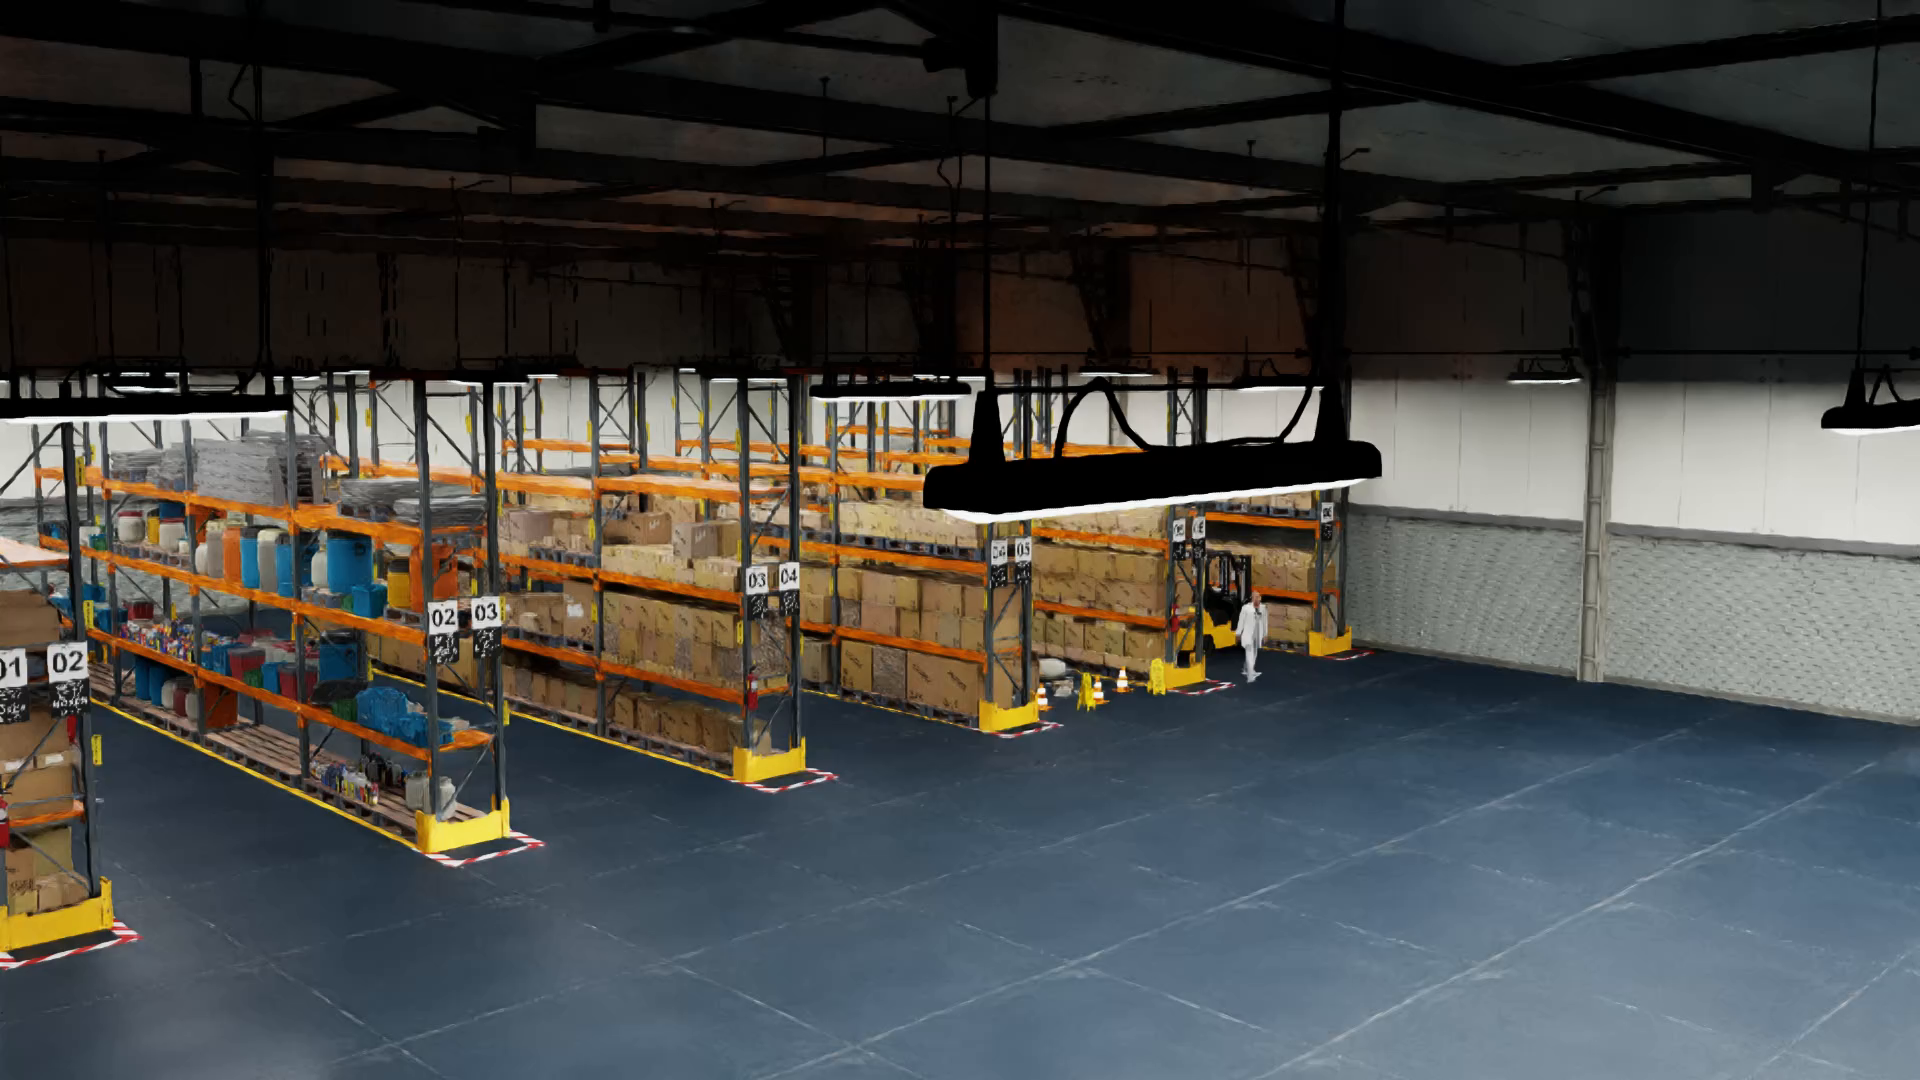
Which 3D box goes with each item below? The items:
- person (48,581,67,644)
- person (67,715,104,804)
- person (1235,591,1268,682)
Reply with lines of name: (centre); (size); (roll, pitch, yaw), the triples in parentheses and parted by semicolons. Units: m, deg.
person: (-18.842, 1.633, 34.671); (0.475, 1.590, 0.475); (0, 6, -4)
person: (-12.498, 2.894, 23.111); (0.857, 1.662, 0.701); (4, 7, 29)
person: (5.659, 1.836, 32.152); (0.625, 1.739, 0.872); (-2, 7, -20)
